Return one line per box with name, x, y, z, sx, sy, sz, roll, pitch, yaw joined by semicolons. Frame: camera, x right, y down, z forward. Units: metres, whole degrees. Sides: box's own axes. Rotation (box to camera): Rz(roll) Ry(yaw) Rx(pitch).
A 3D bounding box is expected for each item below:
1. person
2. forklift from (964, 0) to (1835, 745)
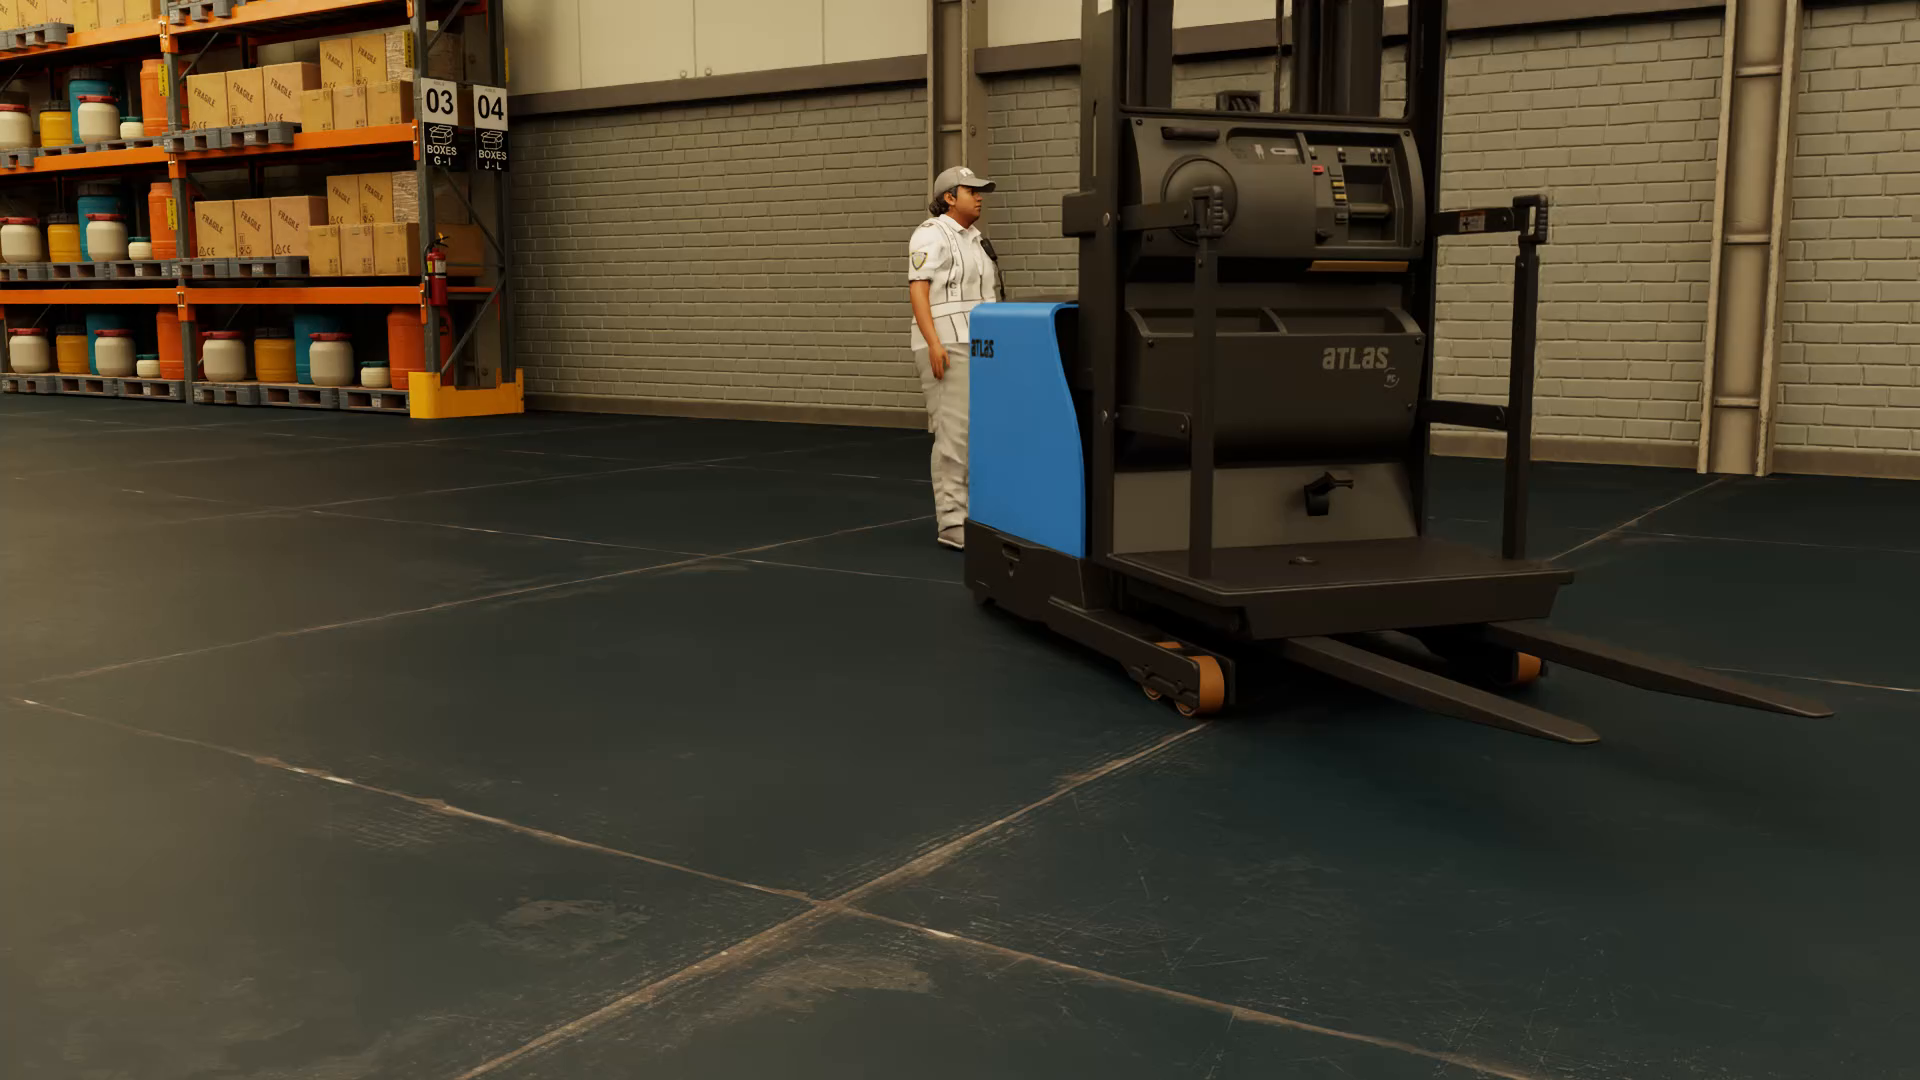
person;0.051;-0.824;7.424;0.529;1.670;0.598;5;10;34
forklift;0.997;-1.052;4.592;1.130;2.935;3.031;-3;9;-20
